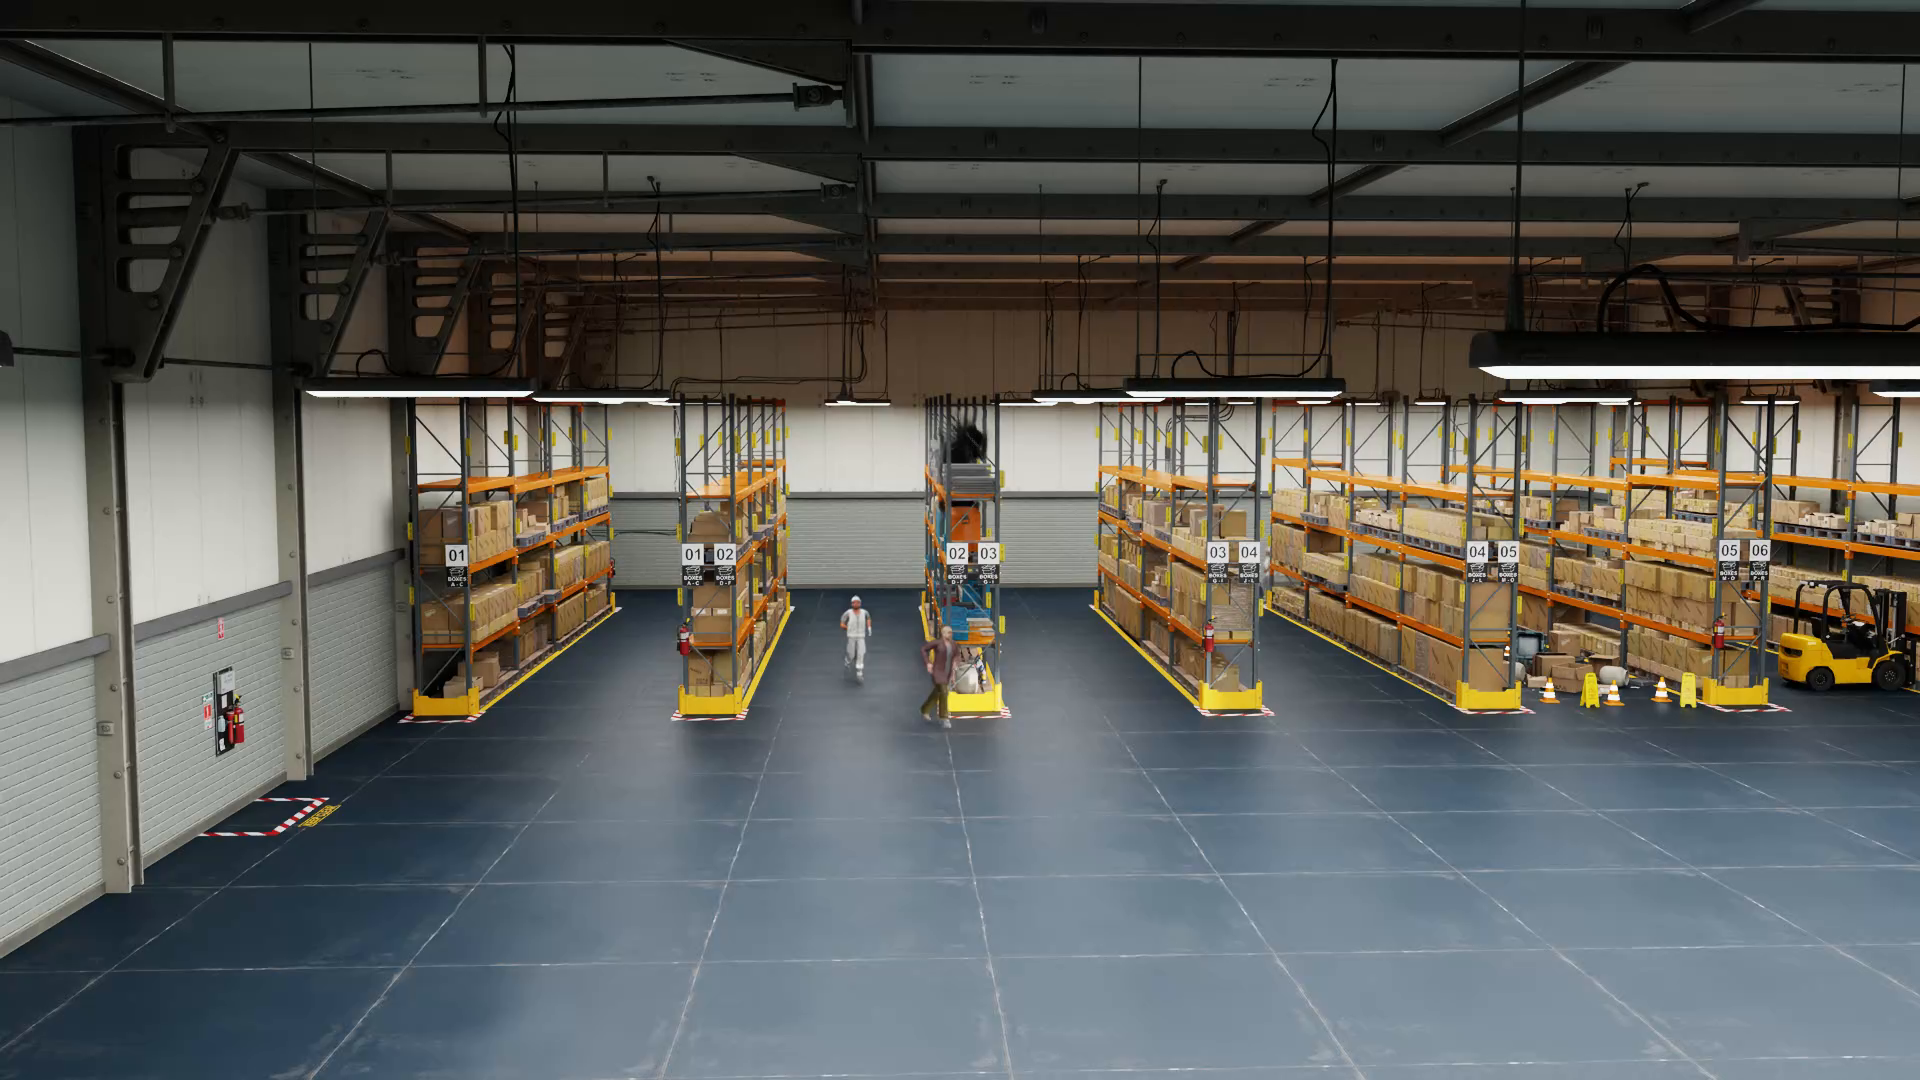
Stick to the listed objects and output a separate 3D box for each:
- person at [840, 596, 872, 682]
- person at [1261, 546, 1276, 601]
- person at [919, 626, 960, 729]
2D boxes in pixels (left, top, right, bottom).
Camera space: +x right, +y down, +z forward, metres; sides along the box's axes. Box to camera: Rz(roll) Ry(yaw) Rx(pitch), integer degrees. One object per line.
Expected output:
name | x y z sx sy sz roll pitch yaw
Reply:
person | -2.172 2.060 35.017 0.680 1.751 1.031 -1 5 -12
person | 9.229 1.024 49.113 0.767 1.722 0.780 0 5 6
person | -0.322 2.451 30.231 0.711 1.782 0.983 -4 6 -45
